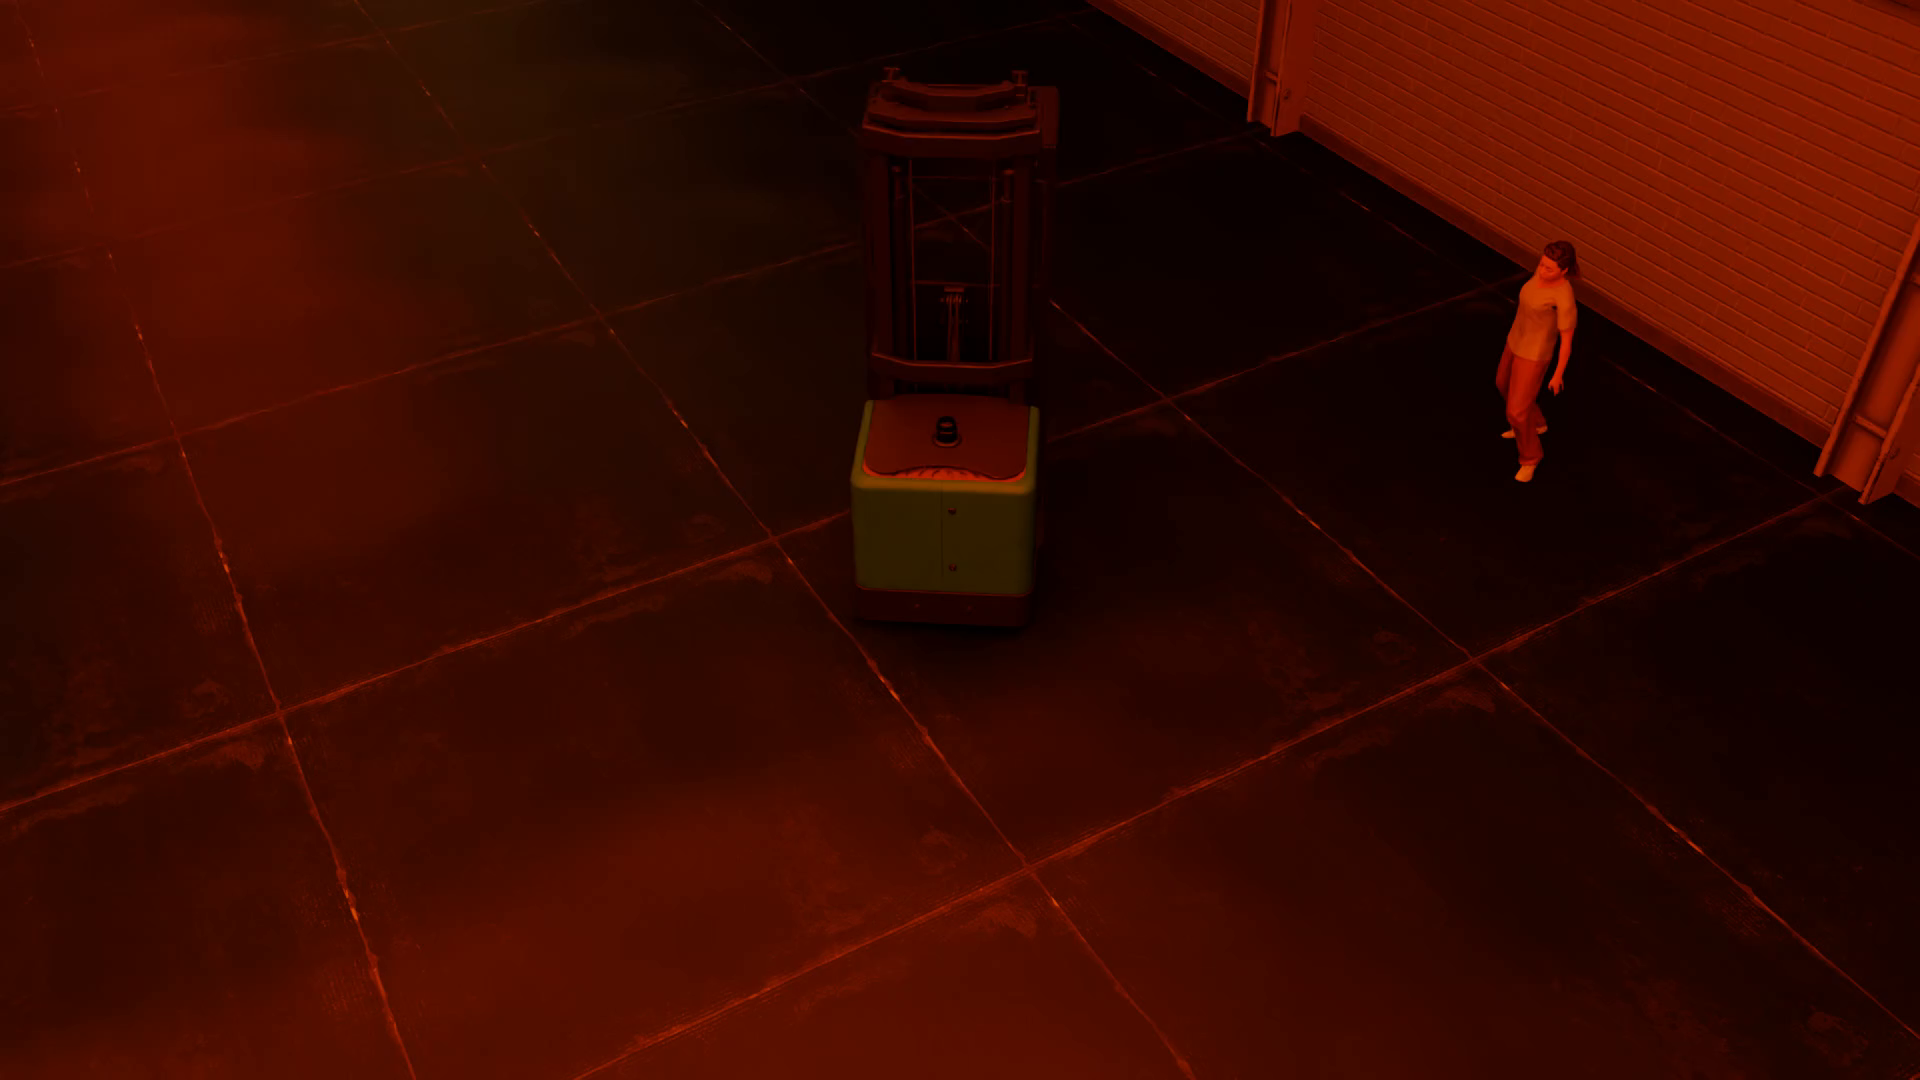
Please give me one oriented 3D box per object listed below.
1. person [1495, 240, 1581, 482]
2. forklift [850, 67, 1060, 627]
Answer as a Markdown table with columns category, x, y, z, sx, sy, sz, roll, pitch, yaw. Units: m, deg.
| category | x | y | z | sx | sy | sz | roll | pitch | yaw |
| --- | --- | --- | --- | --- | --- | --- | --- | --- | --- |
| person | 3.705 | -1.225 | 10.587 | 0.486 | 1.640 | 0.815 | -2 | 40 | -3 |
| forklift | 0.000 | -1.550 | 9.905 | 1.130 | 2.935 | 3.031 | 2 | 40 | 3 |
